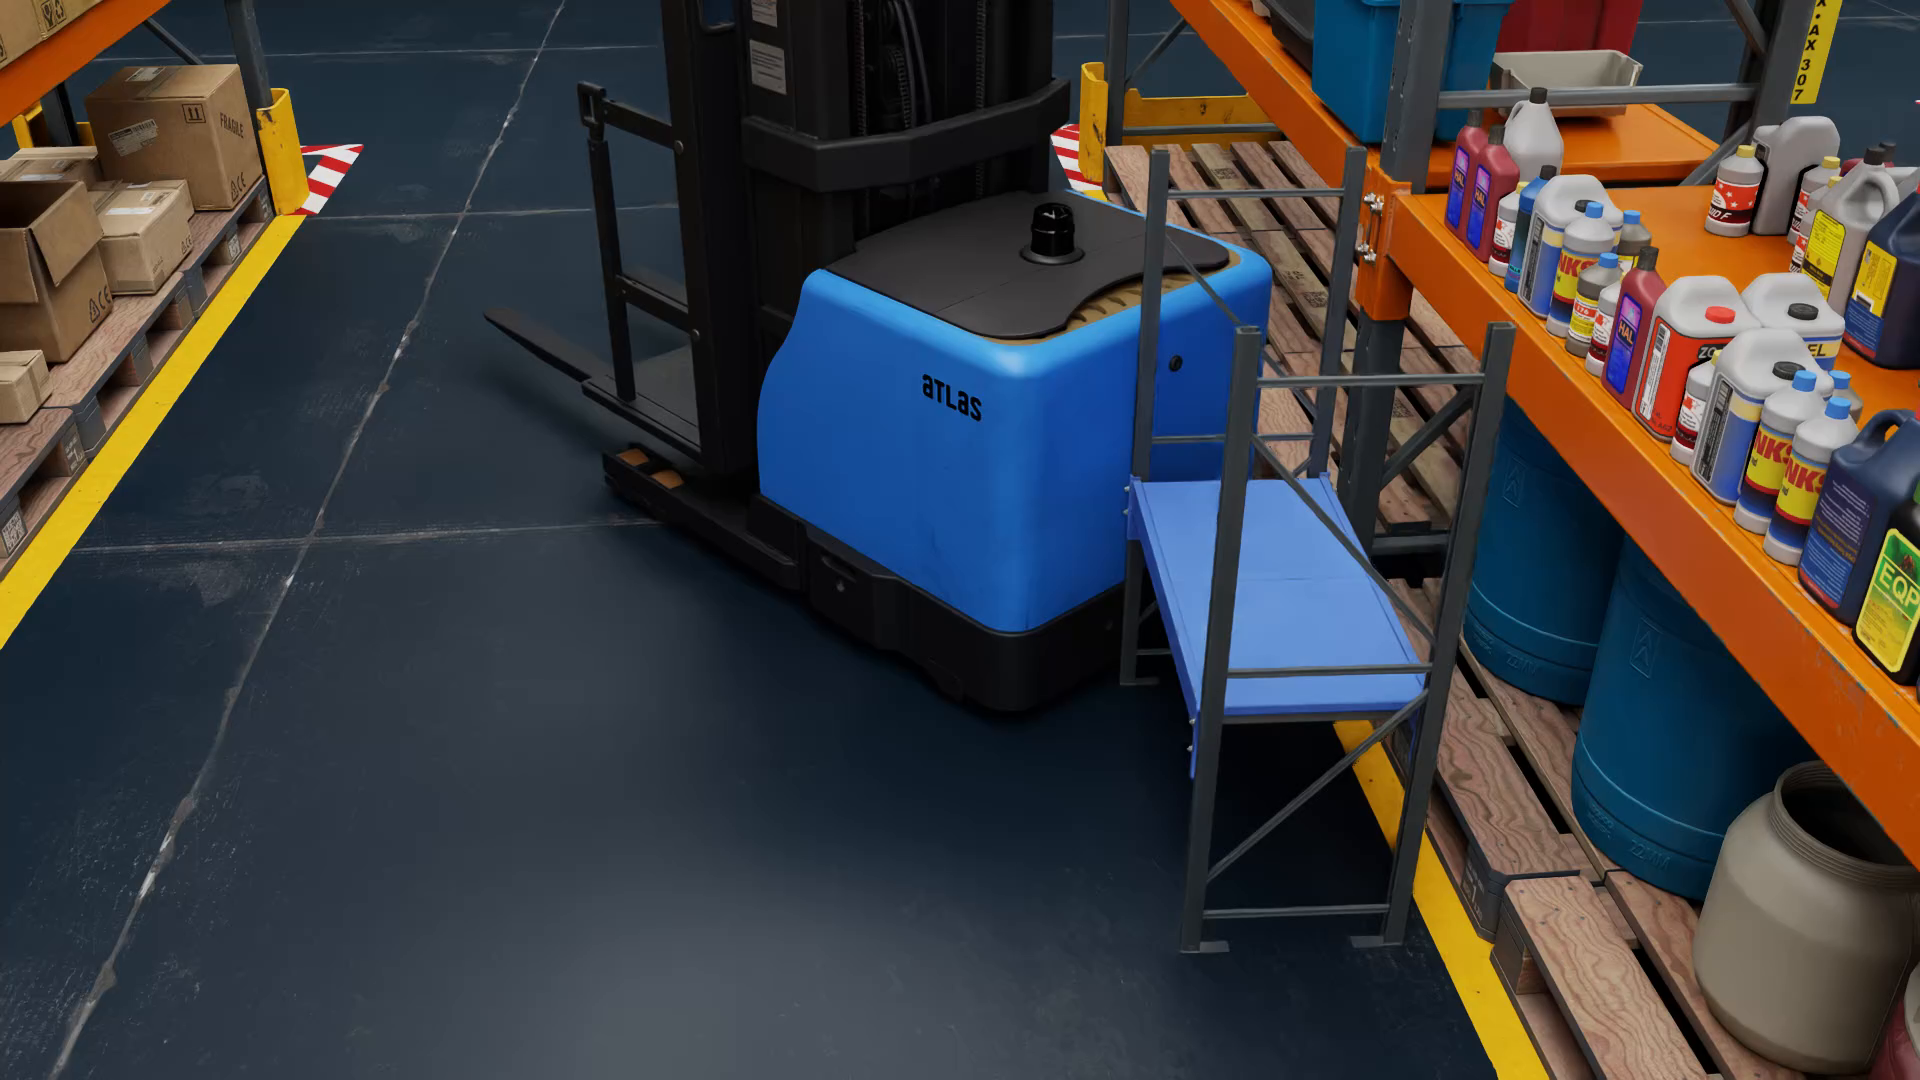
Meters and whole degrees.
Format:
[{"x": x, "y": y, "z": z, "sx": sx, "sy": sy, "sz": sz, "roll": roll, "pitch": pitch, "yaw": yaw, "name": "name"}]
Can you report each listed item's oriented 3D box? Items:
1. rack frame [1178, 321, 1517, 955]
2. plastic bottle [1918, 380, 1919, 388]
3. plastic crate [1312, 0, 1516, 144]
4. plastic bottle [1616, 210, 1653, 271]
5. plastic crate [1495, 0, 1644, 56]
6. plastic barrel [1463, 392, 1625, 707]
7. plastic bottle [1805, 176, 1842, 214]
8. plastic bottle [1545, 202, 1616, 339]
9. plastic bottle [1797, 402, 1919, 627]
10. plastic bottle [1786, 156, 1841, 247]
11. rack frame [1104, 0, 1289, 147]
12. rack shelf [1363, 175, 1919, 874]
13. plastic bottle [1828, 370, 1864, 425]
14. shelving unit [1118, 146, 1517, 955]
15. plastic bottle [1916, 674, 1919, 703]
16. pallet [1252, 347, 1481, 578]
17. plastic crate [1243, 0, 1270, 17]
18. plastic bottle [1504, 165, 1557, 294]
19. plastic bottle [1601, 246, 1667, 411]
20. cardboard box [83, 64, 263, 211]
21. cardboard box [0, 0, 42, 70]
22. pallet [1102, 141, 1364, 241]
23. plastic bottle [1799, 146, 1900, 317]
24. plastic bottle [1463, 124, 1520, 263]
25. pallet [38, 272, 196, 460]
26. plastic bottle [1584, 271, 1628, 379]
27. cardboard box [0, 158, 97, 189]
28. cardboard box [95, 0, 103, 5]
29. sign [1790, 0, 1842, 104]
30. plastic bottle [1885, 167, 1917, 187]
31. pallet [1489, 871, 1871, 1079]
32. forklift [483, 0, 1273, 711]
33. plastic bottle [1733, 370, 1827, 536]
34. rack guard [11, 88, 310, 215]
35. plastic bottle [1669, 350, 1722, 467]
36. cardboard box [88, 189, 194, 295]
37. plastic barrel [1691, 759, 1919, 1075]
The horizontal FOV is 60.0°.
[{"x": 0.739, "y": 0.266, "z": 3.342, "sx": 0.500, "sy": 1.500, "sz": 0.032, "roll": -1, "pitch": 31, "yaw": -2, "name": "rack frame"}, {"x": 1.898, "y": -0.406, "z": 3.130, "sx": 0.097, "sy": 0.271, "sz": 0.097, "roll": 0, "pitch": 31, "yaw": 0, "name": "plastic bottle"}, {"x": 1.197, "y": -1.348, "z": 4.538, "sx": 0.392, "sy": 0.384, "sz": 0.575, "roll": -3, "pitch": 31, "yaw": -5, "name": "plastic crate"}, {"x": 1.401, "y": -0.595, "z": 3.516, "sx": 0.097, "sy": 0.201, "sz": 0.097, "roll": 0, "pitch": 31, "yaw": 0, "name": "plastic bottle"}, {"x": 1.746, "y": -1.628, "z": 4.929, "sx": 0.402, "sy": 0.464, "sz": 0.583, "roll": -3, "pitch": 31, "yaw": -5, "name": "plastic crate"}, {"x": 1.614, "y": -0.108, "z": 4.142, "sx": 0.600, "sy": 0.901, "sz": 0.708, "roll": -3, "pitch": 31, "yaw": -5, "name": "plastic barrel"}, {"x": 1.929, "y": -0.707, "z": 3.702, "sx": 0.097, "sy": 0.201, "sz": 0.097, "roll": 0, "pitch": 31, "yaw": 0, "name": "plastic bottle"}, {"x": 1.262, "y": -0.550, "z": 3.370, "sx": 0.097, "sy": 0.271, "sz": 0.097, "roll": 0, "pitch": 31, "yaw": 0, "name": "plastic bottle"}, {"x": 1.381, "y": -0.059, "z": 2.471, "sx": 0.144, "sy": 0.351, "sz": 0.185, "roll": -3, "pitch": 31, "yaw": -5, "name": "plastic bottle"}, {"x": 1.977, "y": -0.778, "z": 3.821, "sx": 0.097, "sy": 0.201, "sz": 0.097, "roll": 0, "pitch": 31, "yaw": 0, "name": "plastic bottle"}, {"x": 1.206, "y": -3.149, "z": 7.597, "sx": 1.000, "sy": 3.000, "sz": 0.127, "roll": -3, "pitch": 31, "yaw": -5, "name": "rack frame"}, {"x": 1.767, "y": 0.223, "z": 2.653, "sx": 1.077, "sy": 0.370, "sz": 4.000, "roll": -3, "pitch": 31, "yaw": -5, "name": "rack shelf"}, {"x": 1.475, "y": -0.191, "z": 2.839, "sx": 0.097, "sy": 0.201, "sz": 0.097, "roll": 0, "pitch": 31, "yaw": 0, "name": "plastic bottle"}, {"x": 0.714, "y": 0.006, "z": 3.778, "sx": 0.538, "sy": 1.500, "sz": 1.048, "roll": -1, "pitch": 31, "yaw": -2, "name": "shelving unit"}, {"x": 1.411, "y": 0.104, "z": 2.199, "sx": 0.144, "sy": 0.351, "sz": 0.185, "roll": -3, "pitch": 31, "yaw": -5, "name": "plastic bottle"}, {"x": 1.473, "y": -0.283, "z": 5.518, "sx": 1.003, "sy": 0.211, "sz": 1.213, "roll": -3, "pitch": 31, "yaw": -5, "name": "pallet"}, {"x": 1.118, "y": -1.894, "z": 5.694, "sx": 0.293, "sy": 0.136, "sz": 0.466, "roll": -3, "pitch": 31, "yaw": -5, "name": "plastic crate"}, {"x": 1.240, "y": -0.668, "z": 3.569, "sx": 0.097, "sy": 0.271, "sz": 0.097, "roll": 0, "pitch": 31, "yaw": 0, "name": "plastic bottle"}, {"x": 1.273, "y": -0.395, "z": 3.101, "sx": 0.061, "sy": 0.283, "sz": 0.133, "roll": -3, "pitch": 31, "yaw": -5, "name": "plastic bottle"}, {"x": -3.430, "y": -1.763, "z": 7.286, "sx": 0.500, "sy": 0.500, "sz": 0.500, "roll": -3, "pitch": 31, "yaw": -5, "name": "cardboard box"}, {"x": -3.224, "y": -1.704, "z": 5.081, "sx": 0.500, "sy": 0.500, "sz": 0.500, "roll": -3, "pitch": 31, "yaw": -5, "name": "cardboard box"}, {"x": 1.245, "y": -1.529, "z": 7.604, "sx": 1.003, "sy": 0.211, "sz": 1.213, "roll": -3, "pitch": 31, "yaw": -5, "name": "pallet"}, {"x": 1.848, "y": -0.625, "z": 3.419, "sx": 0.144, "sy": 0.351, "sz": 0.185, "roll": -3, "pitch": 31, "yaw": -5, "name": "plastic bottle"}, {"x": 1.202, "y": -0.781, "z": 3.746, "sx": 0.061, "sy": 0.283, "sz": 0.133, "roll": -3, "pitch": 31, "yaw": -5, "name": "plastic bottle"}, {"x": -3.532, "y": -0.649, "z": 6.131, "sx": 1.003, "sy": 0.211, "sz": 1.213, "roll": -3, "pitch": 31, "yaw": -5, "name": "pallet"}, {"x": 1.280, "y": -0.420, "z": 3.222, "sx": 0.097, "sy": 0.201, "sz": 0.097, "roll": 0, "pitch": 31, "yaw": 0, "name": "plastic bottle"}, {"x": -3.911, "y": -1.375, "z": 6.880, "sx": 0.500, "sy": 0.250, "sz": 0.500, "roll": -3, "pitch": 31, "yaw": -5, "name": "cardboard box"}, {"x": -3.320, "y": -2.221, "z": 5.946, "sx": 0.500, "sy": 0.500, "sz": 0.500, "roll": -3, "pitch": 31, "yaw": -4, "name": "cardboard box"}, {"x": 2.128, "y": -1.251, "z": 4.149, "sx": 0.100, "sy": 0.325, "sz": 0.005, "roll": -3, "pitch": 31, "yaw": -5, "name": "sign"}, {"x": 1.973, "y": -0.681, "z": 3.586, "sx": 0.152, "sy": 0.276, "sz": 0.135, "roll": -3, "pitch": 31, "yaw": -5, "name": "plastic bottle"}, {"x": 1.728, "y": 1.111, "z": 3.185, "sx": 1.003, "sy": 0.211, "sz": 1.213, "roll": -3, "pitch": 31, "yaw": -5, "name": "pallet"}, {"x": -0.520, "y": -1.475, "z": 4.862, "sx": 1.130, "sy": 2.935, "sz": 3.031, "roll": -26, "pitch": 39, "yaw": -36, "name": "forklift"}, {"x": 1.336, "y": -0.145, "z": 2.693, "sx": 0.097, "sy": 0.271, "sz": 0.097, "roll": 0, "pitch": 31, "yaw": 0, "name": "plastic bottle"}, {"x": -3.719, "y": -1.802, "z": 7.779, "sx": 1.175, "sy": 0.500, "sz": 0.348, "roll": -3, "pitch": 31, "yaw": -5, "name": "rack guard"}, {"x": 1.314, "y": -0.234, "z": 2.910, "sx": 0.097, "sy": 0.201, "sz": 0.097, "roll": 0, "pitch": 31, "yaw": 0, "name": "plastic bottle"}, {"x": -3.371, "y": -1.170, "z": 6.535, "sx": 0.500, "sy": 0.250, "sz": 0.500, "roll": -3, "pitch": 31, "yaw": -5, "name": "cardboard box"}, {"x": 1.644, "y": 0.714, "z": 3.146, "sx": 0.421, "sy": 0.512, "sz": 0.421, "roll": 0, "pitch": 31, "yaw": 0, "name": "plastic barrel"}]
